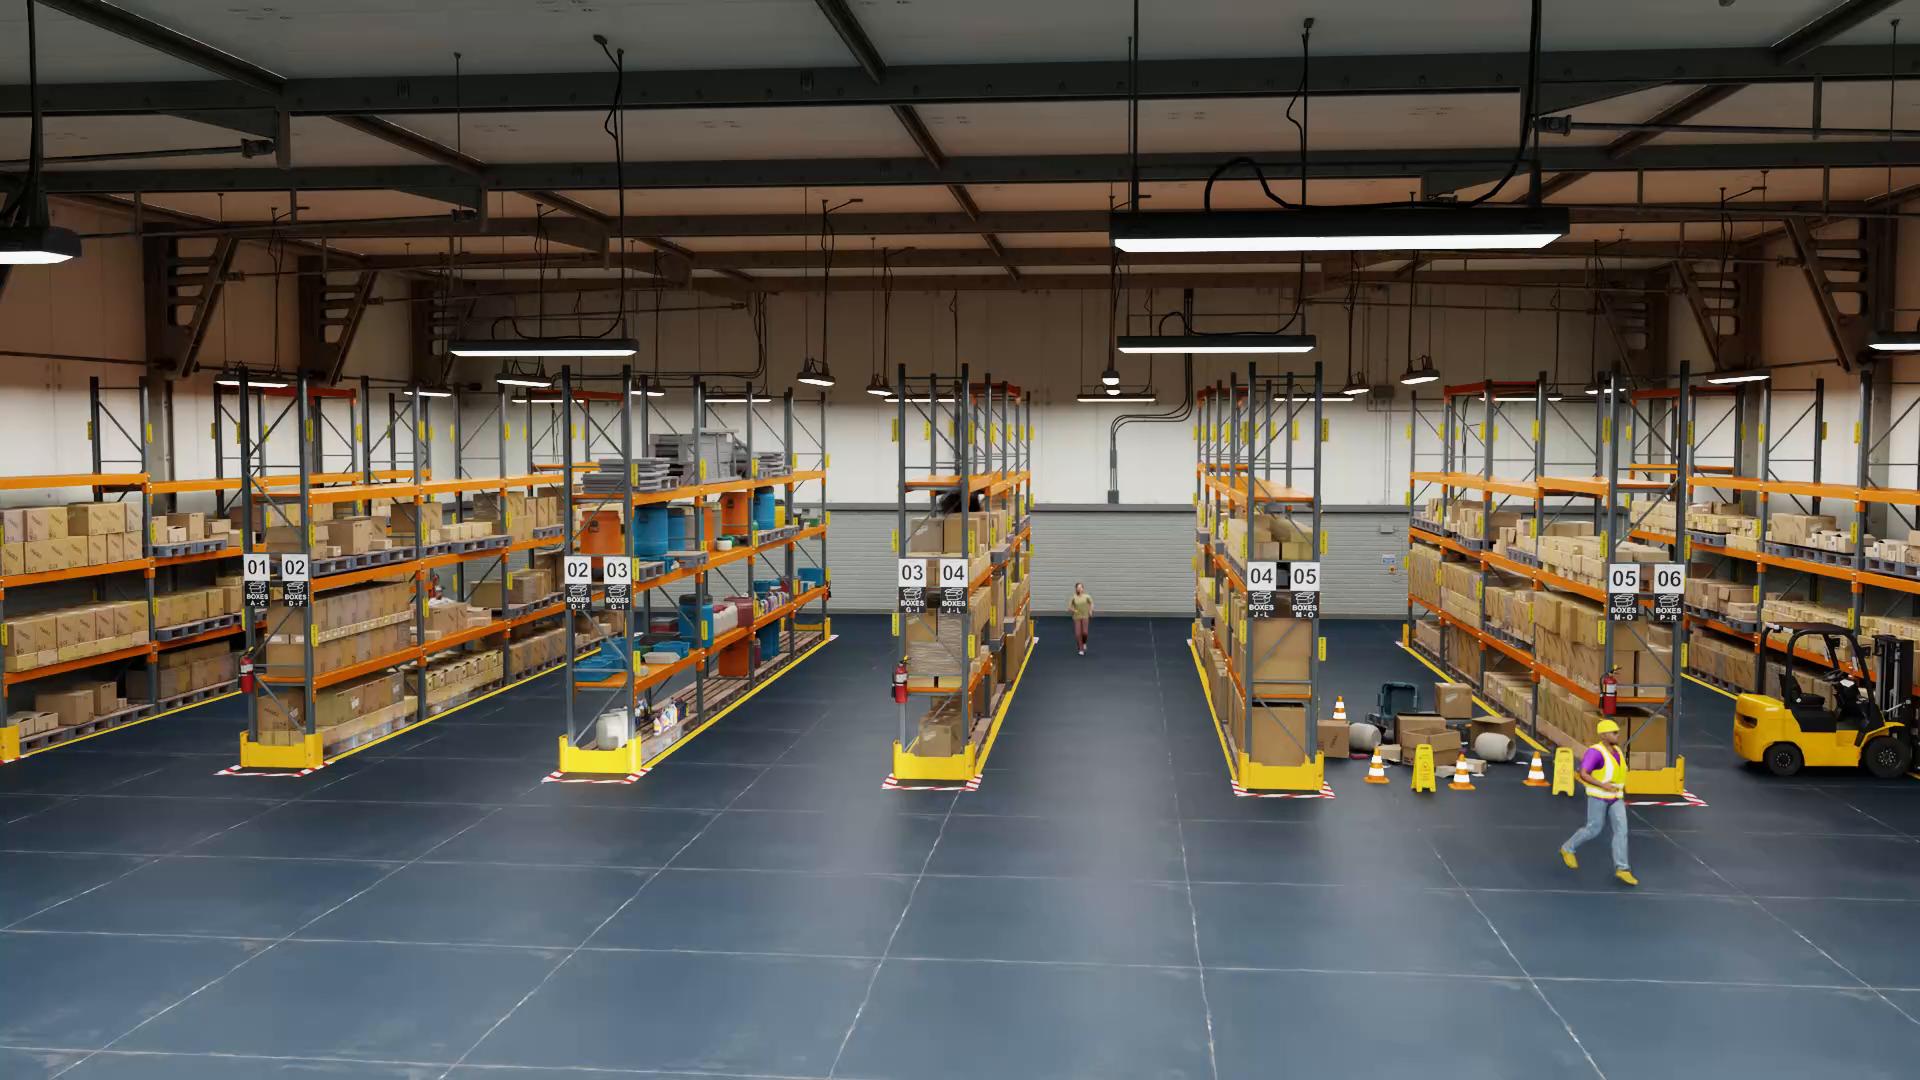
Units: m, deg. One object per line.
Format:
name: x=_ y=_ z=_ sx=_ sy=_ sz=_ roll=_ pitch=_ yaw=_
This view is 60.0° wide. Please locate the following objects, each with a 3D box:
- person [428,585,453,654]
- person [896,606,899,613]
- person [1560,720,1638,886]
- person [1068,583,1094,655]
person: x=-11.182 y=1.841 z=35.790 sx=0.668 sy=1.767 sz=0.821 roll=0 pitch=4 yaw=2
person: x=-1.058 y=1.879 z=35.720 sx=0.664 sy=1.685 sz=0.599 roll=0 pitch=4 yaw=3
person: x=7.273 y=2.909 z=18.712 sx=0.742 sy=1.767 sz=0.989 roll=-2 pitch=4 yaw=-29
person: x=2.719 y=1.782 z=37.494 sx=0.590 sy=1.626 sz=0.555 roll=0 pitch=4 yaw=4
